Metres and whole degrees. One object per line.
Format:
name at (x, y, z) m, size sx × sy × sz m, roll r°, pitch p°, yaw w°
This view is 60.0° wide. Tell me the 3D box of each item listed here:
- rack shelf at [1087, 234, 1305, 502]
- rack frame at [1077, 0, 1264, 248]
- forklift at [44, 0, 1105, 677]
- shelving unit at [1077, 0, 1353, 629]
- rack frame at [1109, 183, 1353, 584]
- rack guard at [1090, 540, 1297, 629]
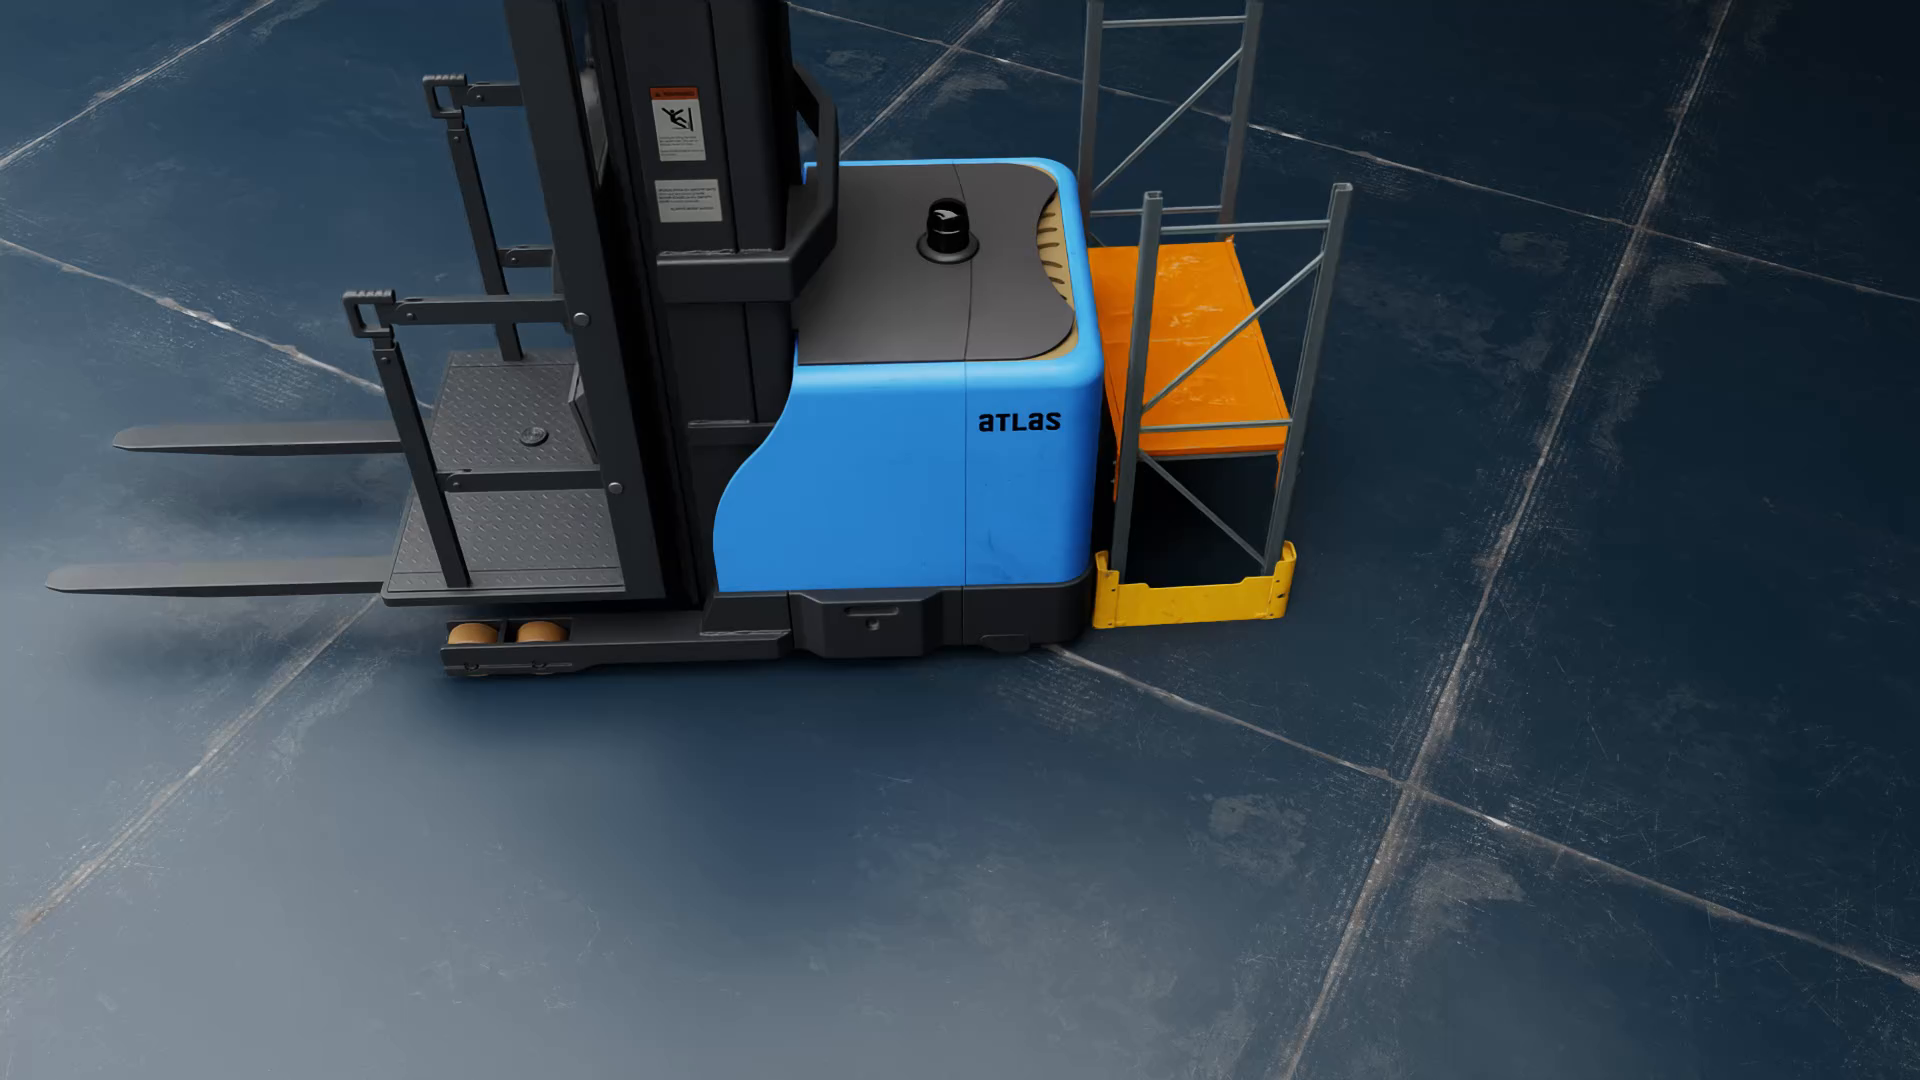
rack shelf at (0.650, -0.539, 4.981) m, size 0.538 × 0.185 × 1.000 m, roll -3°, pitch 45°, yaw -3°
rack frame at (0.611, -1.026, 5.209) m, size 0.500 × 1.500 × 0.032 m, roll -3°, pitch 45°, yaw -3°
forklift at (-1.147, -1.016, 4.194) m, size 3.031 × 2.935 × 1.130 m, roll -2°, pitch 45°, yaw -1°
shelving unit at (0.650, -0.659, 4.847) m, size 0.587 × 1.500 × 1.083 m, roll -3°, pitch 45°, yaw -3°
rack frame at (0.688, -0.305, 4.497) m, size 0.500 × 1.500 × 0.032 m, roll -3°, pitch 45°, yaw -3°
rack guard at (0.688, 0.134, 4.942) m, size 0.587 × 0.250 × 0.087 m, roll -3°, pitch 45°, yaw -3°
